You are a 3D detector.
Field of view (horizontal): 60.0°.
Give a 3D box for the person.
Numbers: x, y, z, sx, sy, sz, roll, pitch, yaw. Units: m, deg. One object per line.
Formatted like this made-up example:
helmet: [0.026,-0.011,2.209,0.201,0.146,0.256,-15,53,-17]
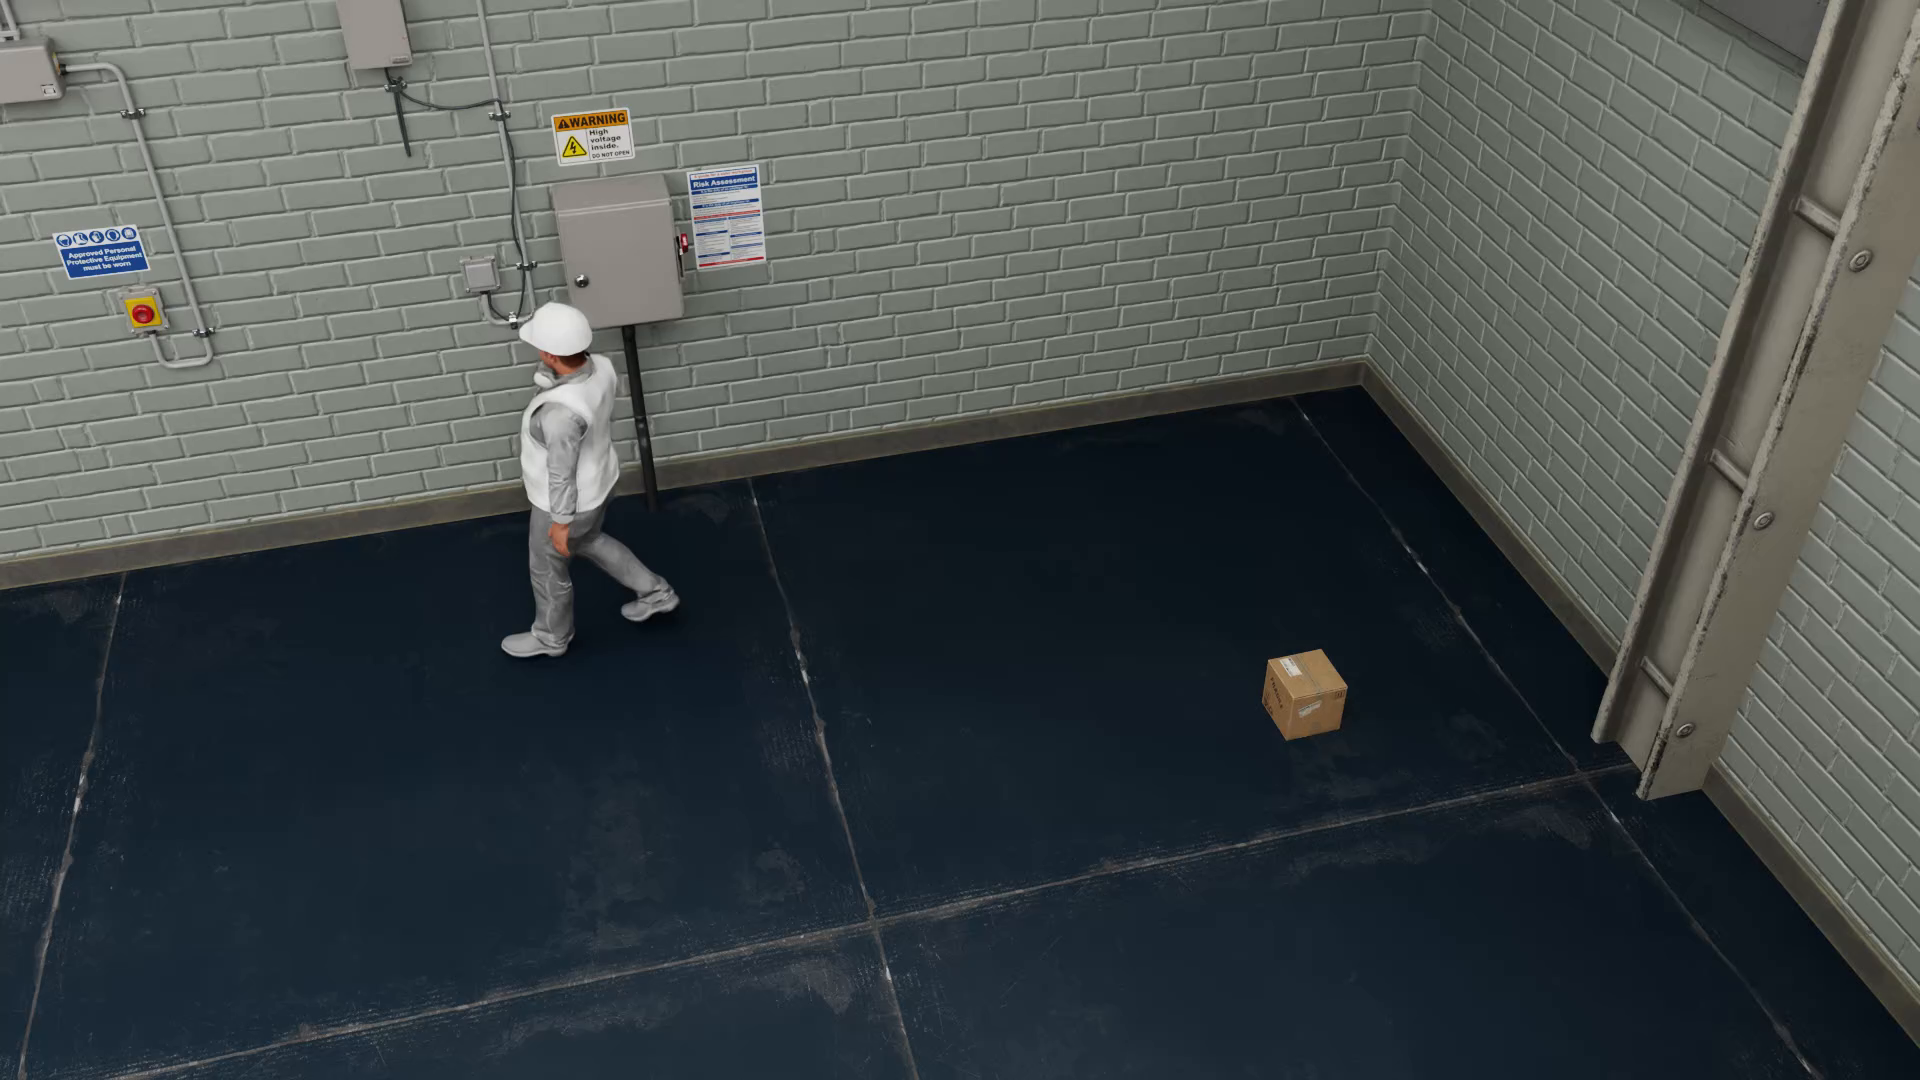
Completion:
person: [-1.657,-0.239,6.999,0.767,1.750,0.555,7,38,9]
